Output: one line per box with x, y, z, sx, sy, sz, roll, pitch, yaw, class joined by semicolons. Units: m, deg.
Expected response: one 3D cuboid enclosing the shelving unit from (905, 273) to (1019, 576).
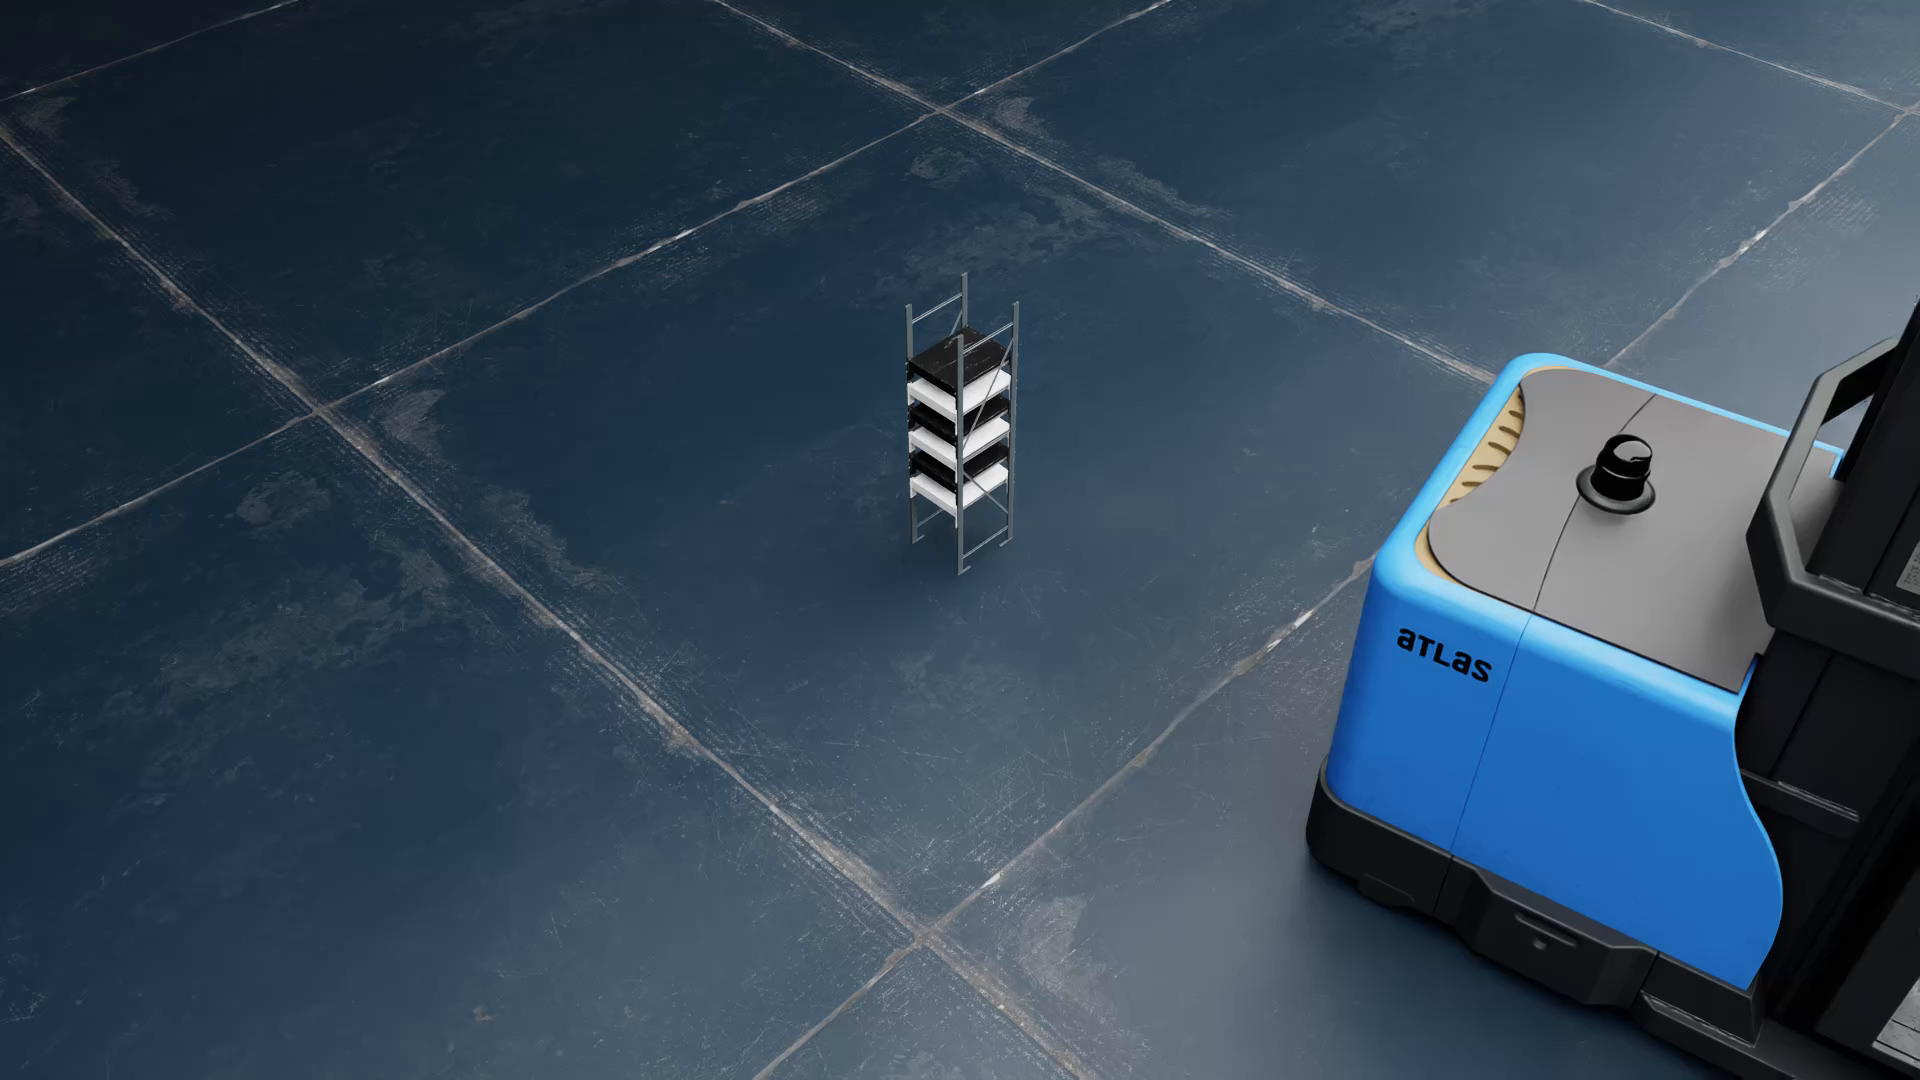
0.006;-0.327;4.940;0.258;0.900;0.210;-34;53;-31;shelving unit

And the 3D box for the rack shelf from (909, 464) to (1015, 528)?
0.006;-0.170;5.085;0.258;0.077;0.200;-34;53;-31;rack shelf

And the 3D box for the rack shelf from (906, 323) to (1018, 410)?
0.006;-0.500;4.780;0.258;0.077;0.200;-34;53;-31;rack shelf

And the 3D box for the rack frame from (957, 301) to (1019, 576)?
0.078;-0.278;4.888;0.240;0.900;0.006;-34;53;-31;rack frame

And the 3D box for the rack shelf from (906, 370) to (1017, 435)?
0.006;-0.434;4.841;0.258;0.077;0.200;-34;53;-31;rack shelf

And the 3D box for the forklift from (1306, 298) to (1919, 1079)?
2.410;0.035;3.052;3.031;2.935;1.130;24;48;24;forklift

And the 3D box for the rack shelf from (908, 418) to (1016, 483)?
0.006;-0.302;4.963;0.258;0.077;0.200;-34;53;-31;rack shelf

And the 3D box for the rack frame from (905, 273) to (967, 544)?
-0.066;-0.375;4.993;0.240;0.900;0.006;-34;53;-31;rack frame

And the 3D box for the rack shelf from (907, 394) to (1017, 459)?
0.006;-0.368;4.902;0.258;0.077;0.200;-34;53;-31;rack shelf

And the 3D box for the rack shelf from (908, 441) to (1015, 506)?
0.006;-0.236;5.024;0.258;0.077;0.200;-34;53;-31;rack shelf
